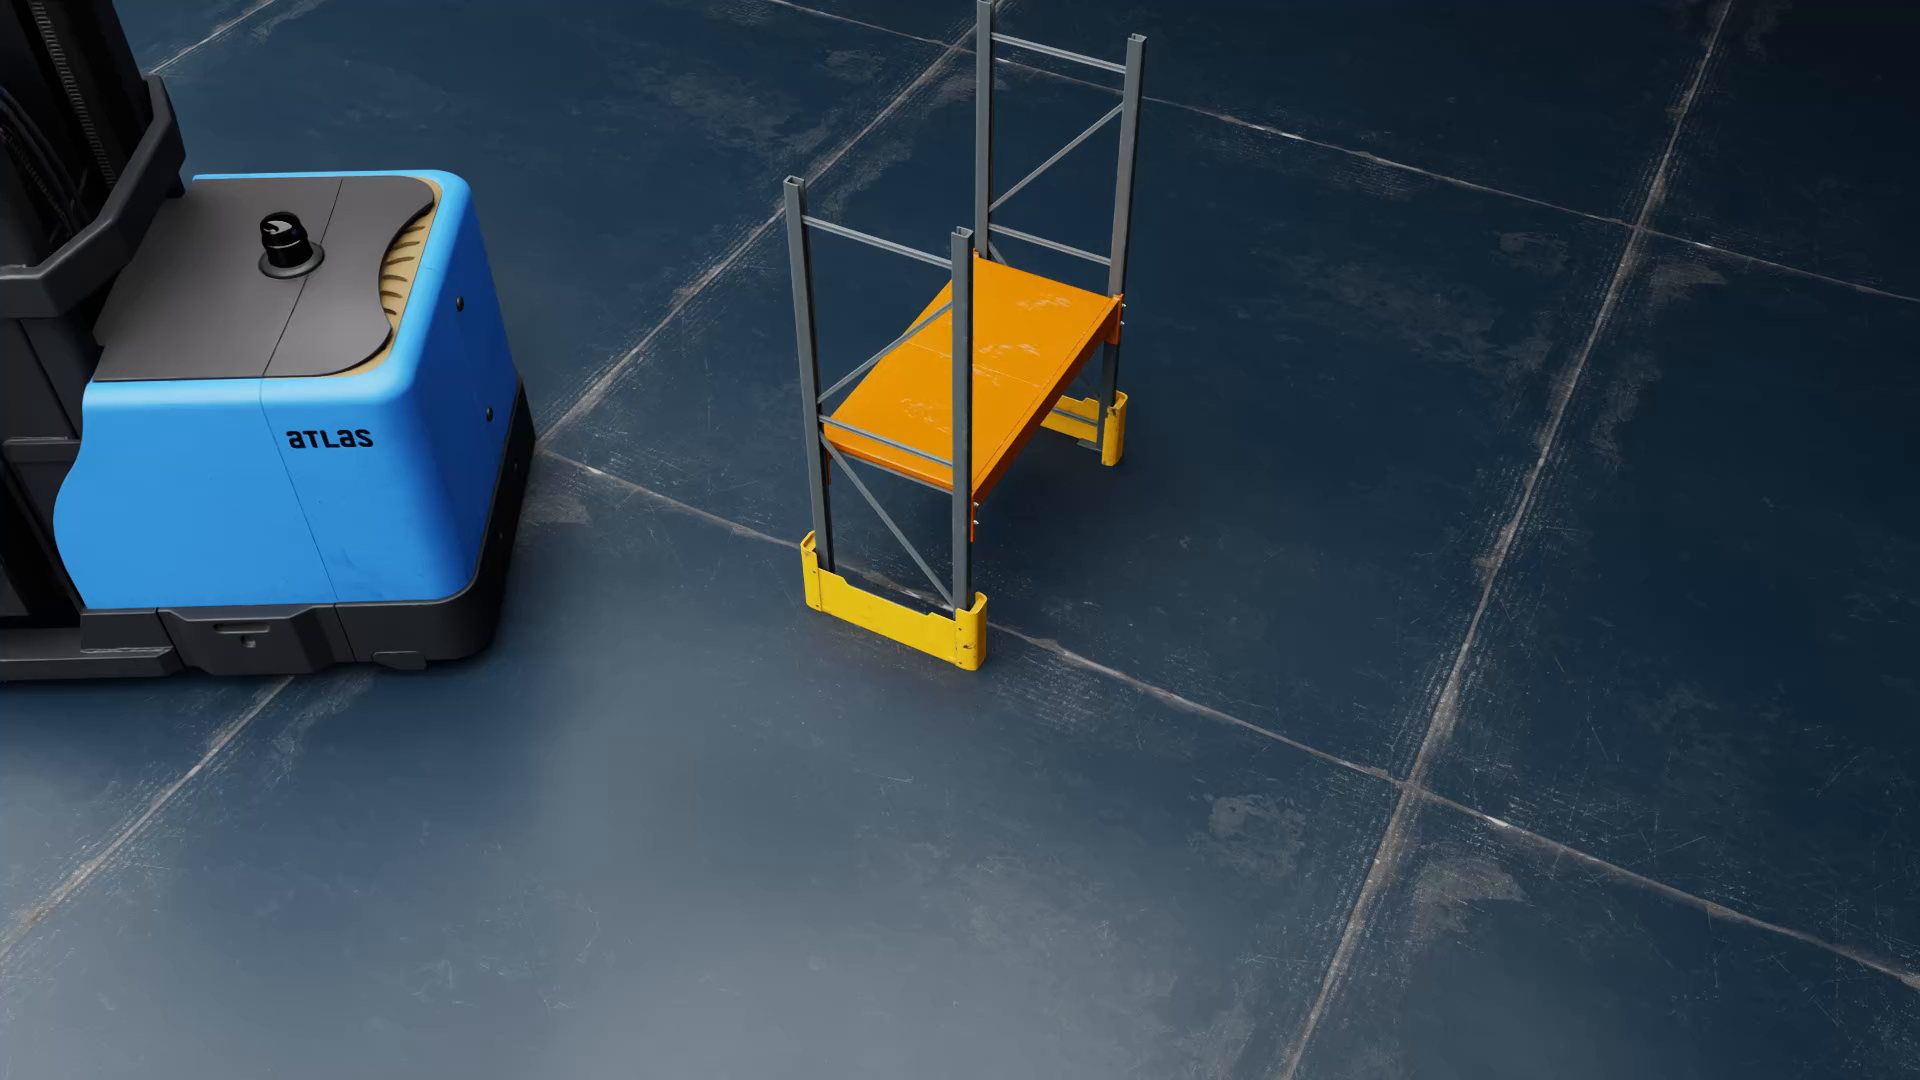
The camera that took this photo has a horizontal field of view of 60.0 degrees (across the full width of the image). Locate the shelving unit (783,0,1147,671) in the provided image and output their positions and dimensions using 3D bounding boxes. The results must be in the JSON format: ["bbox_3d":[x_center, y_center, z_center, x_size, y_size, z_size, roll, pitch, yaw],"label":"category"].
[{"bbox_3d":[0.035,-0.575,4.764,0.587,1.500,1.083,20,49,19],"label":"shelving unit"}]

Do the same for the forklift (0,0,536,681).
[{"bbox_3d":[-2.896,-0.970,4.148,3.031,2.935,1.130,-2,45,-1],"label":"forklift"}]

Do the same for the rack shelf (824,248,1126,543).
[{"bbox_3d":[0.040,-0.455,4.898,0.538,0.185,1.000,20,49,19],"label":"rack shelf"}]

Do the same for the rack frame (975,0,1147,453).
[{"bbox_3d":[0.276,-0.901,5.086,0.500,1.500,0.032,20,49,19],"label":"rack frame"}]

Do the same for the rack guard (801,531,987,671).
[{"bbox_3d":[-0.196,0.178,4.898,0.587,0.250,0.087,20,49,19],"label":"rack guard"}]

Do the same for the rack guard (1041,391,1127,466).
[{"bbox_3d":[0.267,-0.450,5.519,0.587,0.250,0.087,20,49,19],"label":"rack guard"}]

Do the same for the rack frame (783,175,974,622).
[{"bbox_3d":[-0.196,-0.261,4.453,0.500,1.500,0.032,20,49,19],"label":"rack frame"}]
